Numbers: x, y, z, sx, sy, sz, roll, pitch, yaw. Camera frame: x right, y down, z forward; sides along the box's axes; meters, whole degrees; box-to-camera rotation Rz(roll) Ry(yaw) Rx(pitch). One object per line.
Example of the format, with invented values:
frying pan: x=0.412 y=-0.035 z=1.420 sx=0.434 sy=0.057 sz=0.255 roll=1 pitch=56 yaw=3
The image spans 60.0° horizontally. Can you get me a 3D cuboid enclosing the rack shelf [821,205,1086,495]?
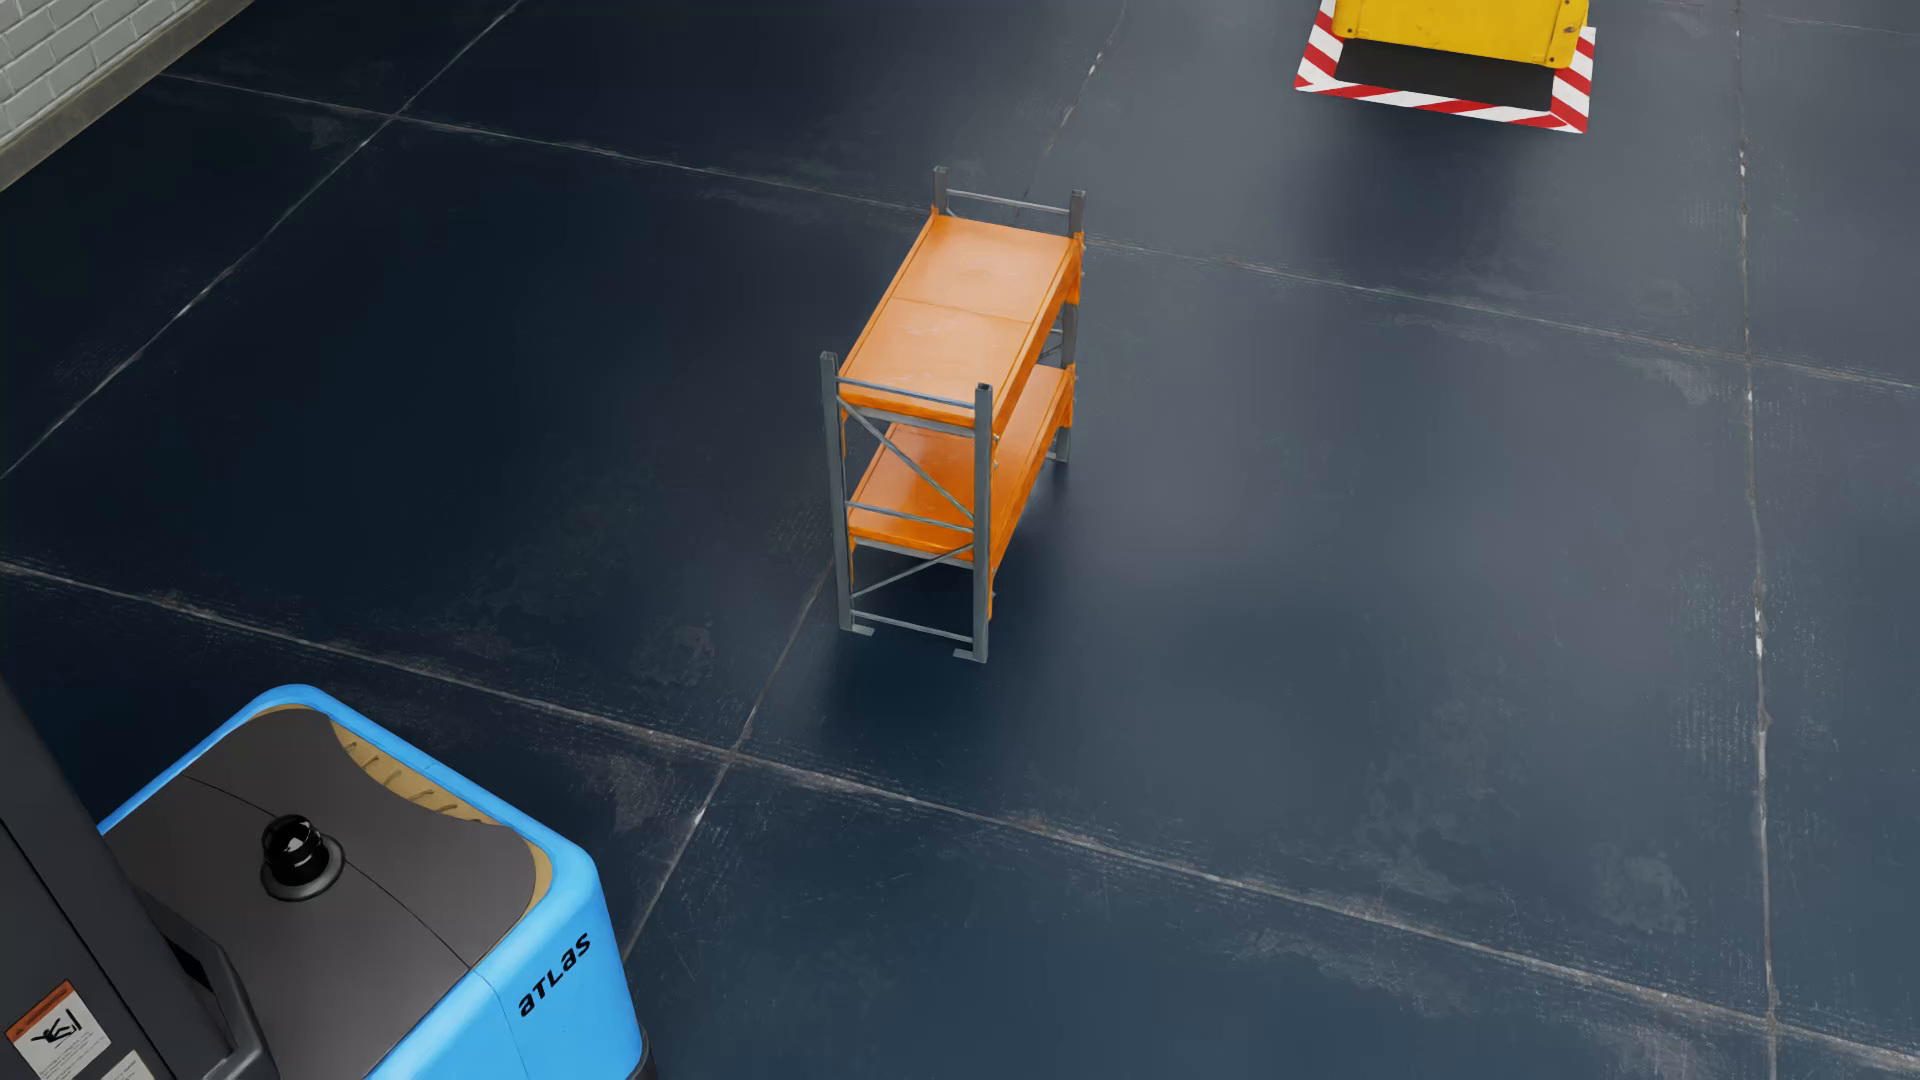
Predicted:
rack shelf: x=0.002 y=-0.616 z=5.156 sx=0.538 sy=0.278 sz=1.000 roll=13 pitch=46 yaw=13

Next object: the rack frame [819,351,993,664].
rack frame: x=-0.152 y=-0.068 z=5.015 sx=0.500 sy=1.125 sz=0.032 roll=13 pitch=46 yaw=13

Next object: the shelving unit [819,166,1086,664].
shelving unit: x=0.002 y=-0.407 z=5.361 sx=0.538 sy=1.125 sz=1.048 roll=13 pitch=46 yaw=13

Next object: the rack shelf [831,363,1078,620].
rack shelf: x=0.002 y=-0.232 z=5.532 sx=0.538 sy=0.278 sz=1.000 roll=13 pitch=46 yaw=13

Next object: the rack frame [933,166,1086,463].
rack frame: x=0.156 y=-0.745 z=5.707 sx=0.500 sy=1.125 sz=0.032 roll=13 pitch=46 yaw=13

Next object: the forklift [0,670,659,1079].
forklift: x=-1.981 y=1.080 z=2.551 sx=1.130 sy=2.935 sz=3.031 roll=24 pitch=49 yaw=23

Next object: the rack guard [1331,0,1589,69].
rack guard: x=2.461 y=-2.700 z=8.152 sx=1.175 sy=0.500 sz=0.348 roll=13 pitch=46 yaw=13
